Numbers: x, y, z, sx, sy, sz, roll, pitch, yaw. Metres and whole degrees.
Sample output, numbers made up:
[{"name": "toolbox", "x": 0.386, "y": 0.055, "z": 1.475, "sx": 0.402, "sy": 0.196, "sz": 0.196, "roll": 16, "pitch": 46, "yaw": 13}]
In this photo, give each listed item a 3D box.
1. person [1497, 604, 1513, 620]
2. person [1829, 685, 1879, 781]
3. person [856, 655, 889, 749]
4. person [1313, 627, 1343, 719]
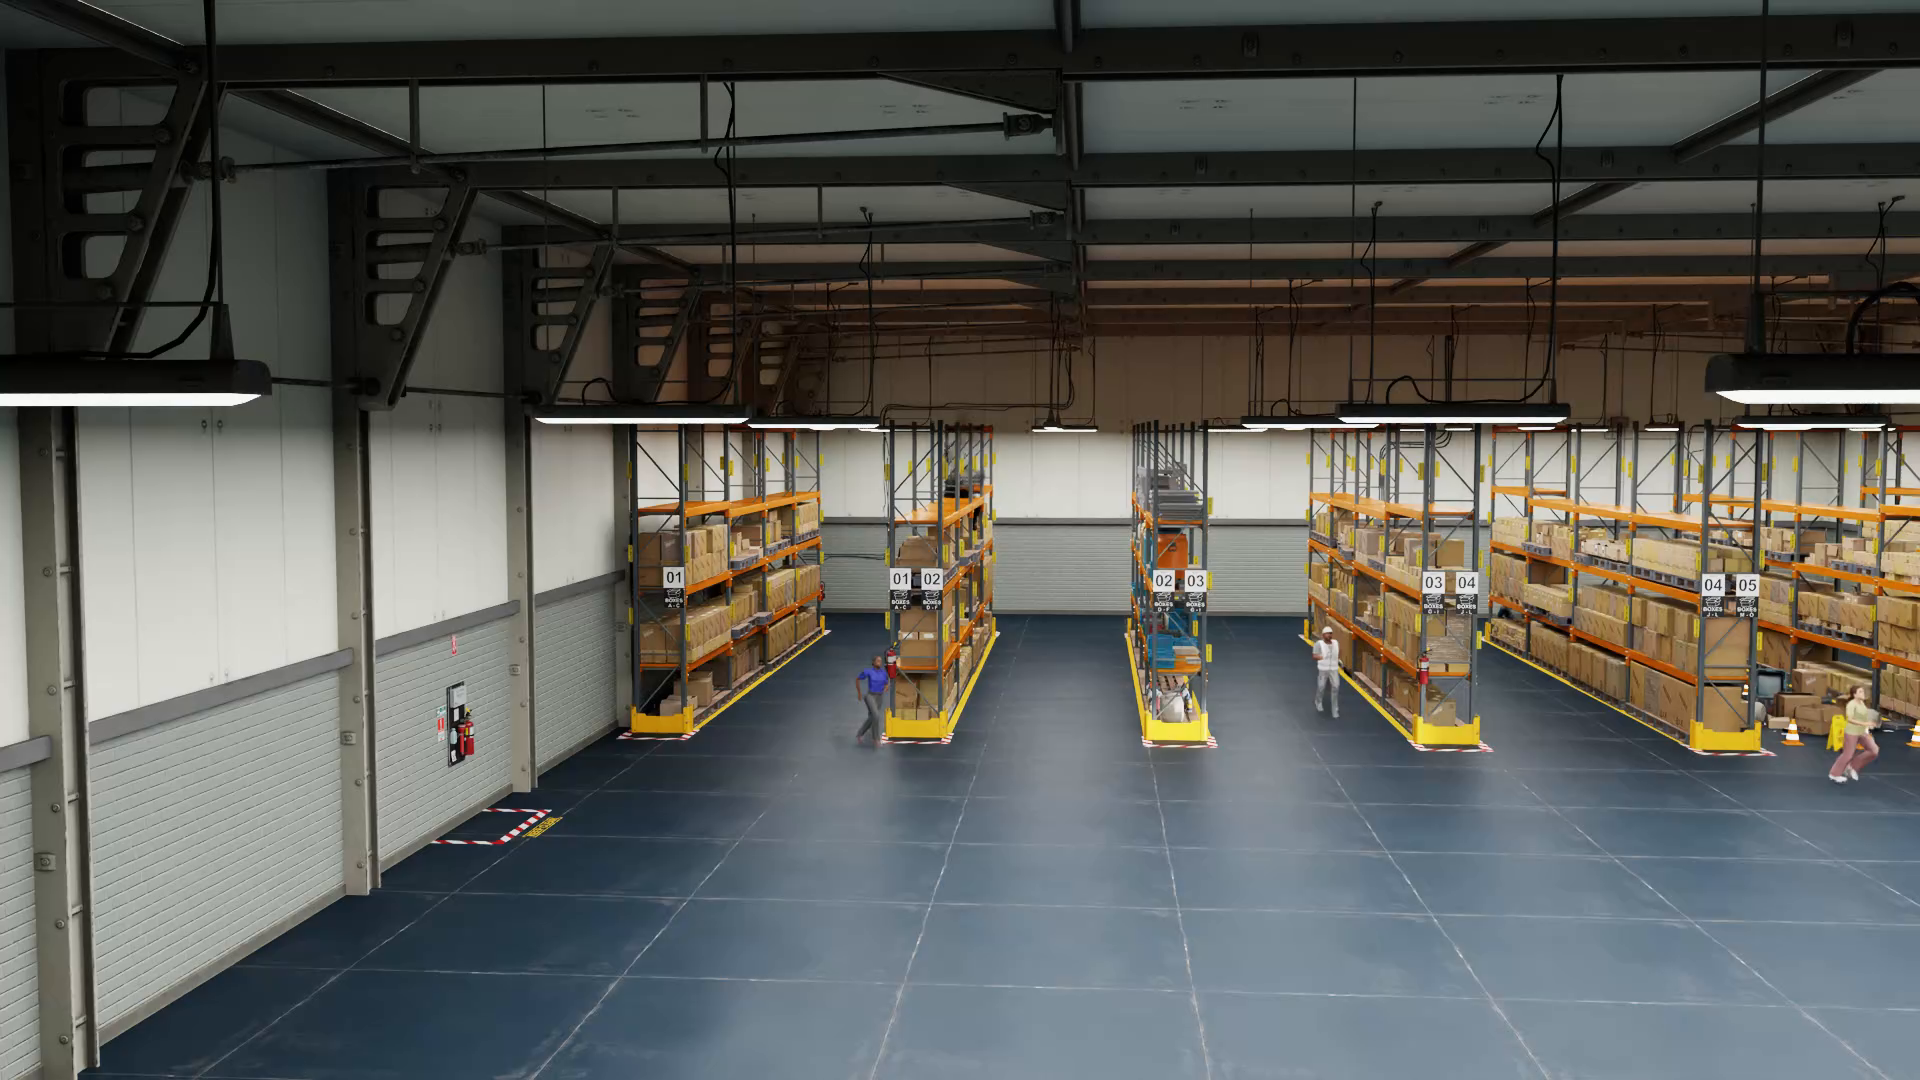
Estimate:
[{"name": "person", "x": 15.566, "y": 1.919, "z": 47.585, "sx": 0.850, "sy": 1.531, "sz": 0.595, "roll": 3, "pitch": 5, "yaw": 44}, {"name": "person", "x": 14.660, "y": 3.169, "z": 27.198, "sx": 0.594, "sy": 1.620, "sz": 0.759, "roll": -2, "pitch": 4, "yaw": -30}, {"name": "person", "x": -1.547, "y": 2.958, "z": 30.618, "sx": 0.588, "sy": 1.653, "sz": 0.842, "roll": -3, "pitch": 5, "yaw": -39}, {"name": "person", "x": 7.483, "y": 2.677, "z": 33.845, "sx": 0.667, "sy": 1.836, "sz": 0.828, "roll": 0, "pitch": 4, "yaw": -3}]
